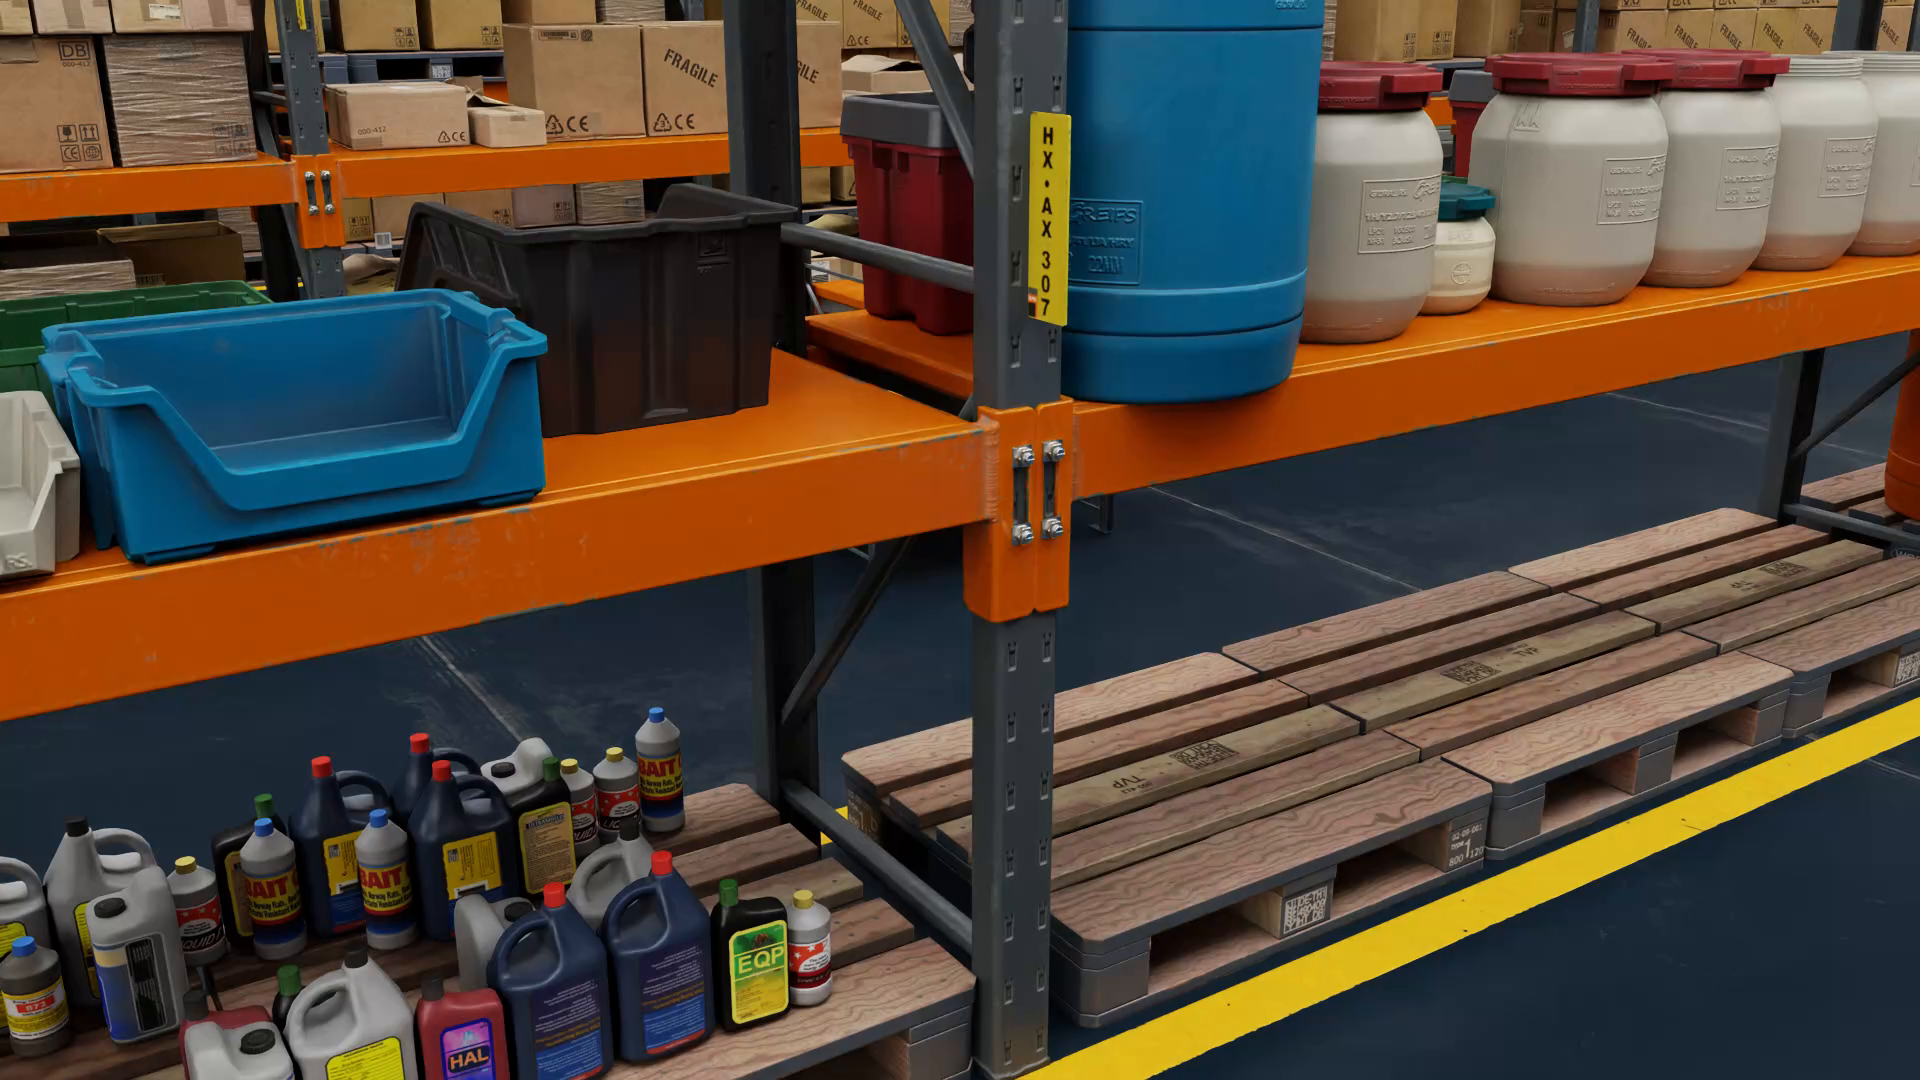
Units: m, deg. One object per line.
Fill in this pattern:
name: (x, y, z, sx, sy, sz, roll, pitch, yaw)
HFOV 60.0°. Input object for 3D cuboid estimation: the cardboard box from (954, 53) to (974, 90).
cardboard box: (0.139, -2.460, 8.976, 0.500, 0.311, 0.500, -10, 21, -28)

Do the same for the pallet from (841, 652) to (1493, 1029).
pallet: (0.481, 0.648, 3.998, 1.213, 0.211, 1.003, -12, 22, -31)

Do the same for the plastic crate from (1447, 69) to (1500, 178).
plastic crate: (1.670, -1.056, 4.586, 0.583, 0.464, 0.402, -12, 22, -31)

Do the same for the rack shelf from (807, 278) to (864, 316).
rack shelf: (0.006, -0.811, 5.974, 1.000, 0.278, 0.538, -12, 22, -31)

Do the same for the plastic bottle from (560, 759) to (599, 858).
plastic bottle: (-0.830, 0.568, 3.564, 0.097, 0.201, 0.097, 0, 19, 0)

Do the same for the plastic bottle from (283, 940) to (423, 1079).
plastic bottle: (-0.963, 0.803, 2.634, 0.185, 0.351, 0.144, -12, 22, -32)

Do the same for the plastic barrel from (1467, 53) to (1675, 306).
plastic barrel: (1.379, -0.828, 3.797, 0.433, 0.535, 0.433, 0, 19, 0)

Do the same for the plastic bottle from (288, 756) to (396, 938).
plastic bottle: (-1.213, 0.587, 3.275, 0.185, 0.351, 0.144, -13, 23, -34)

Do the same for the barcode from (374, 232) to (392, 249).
barcode: (-2.432, -1.262, 7.012, 0.075, 0.075, 0.001, -12, 22, -31)

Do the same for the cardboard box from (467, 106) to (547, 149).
cardboard box: (-2.022, -1.832, 7.373, 0.250, 0.149, 0.380, -12, 22, -31)

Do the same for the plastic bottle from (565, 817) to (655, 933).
plastic bottle: (-0.612, 0.674, 3.016, 0.185, 0.351, 0.144, -12, 22, -31)

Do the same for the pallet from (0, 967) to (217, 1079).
pallet: (-1.757, 1.120, 2.602, 1.213, 0.211, 1.003, -12, 22, -31)

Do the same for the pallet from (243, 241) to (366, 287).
pallet: (-4.952, -1.991, 11.804, 1.213, 0.211, 1.003, -12, 22, -31)

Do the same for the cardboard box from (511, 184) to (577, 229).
cardboard box: (-3.328, -2.703, 12.771, 0.500, 0.500, 0.700, -12, 22, -31)

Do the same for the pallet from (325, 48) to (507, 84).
pallet: (-3.892, -3.428, 12.001, 1.213, 0.211, 1.003, -12, 22, -31)

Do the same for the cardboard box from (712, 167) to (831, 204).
cardboard box: (-1.575, -3.154, 13.591, 0.750, 0.750, 0.750, -12, 22, -32)

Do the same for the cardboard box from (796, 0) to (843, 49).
cardboard box: (-1.272, -4.183, 13.283, 0.500, 0.500, 0.500, -11, 22, -30)

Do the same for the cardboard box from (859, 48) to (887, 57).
cardboard box: (-0.800, -3.999, 13.752, 0.250, 0.149, 0.380, -12, 22, -31)

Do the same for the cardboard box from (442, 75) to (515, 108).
cardboard box: (-2.241, -1.990, 7.658, 0.258, 0.266, 0.396, -13, 22, -33)

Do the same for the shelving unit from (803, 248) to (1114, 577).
shelving unit: (0.006, -0.534, 6.068, 1.048, 1.125, 0.538, -12, 22, -31)

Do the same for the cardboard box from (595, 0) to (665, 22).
cardboard box: (-2.648, -4.049, 12.695, 0.500, 0.500, 0.700, -15, 24, -38)

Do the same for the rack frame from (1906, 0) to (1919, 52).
rack frame: (7.148, -3.964, 13.285, 0.127, 3.000, 1.000, -12, 22, -31)

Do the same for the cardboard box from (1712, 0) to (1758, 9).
cardboard box: (5.216, -3.969, 11.584, 0.500, 0.500, 0.500, -13, 22, -33)

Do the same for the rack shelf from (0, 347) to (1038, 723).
rack shelf: (-1.824, 0.169, 2.185, 4.000, 0.370, 1.077, -12, 22, -31)

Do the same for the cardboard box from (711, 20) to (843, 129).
cardboard box: (-0.926, -2.302, 8.214, 0.500, 0.500, 0.500, -13, 23, -34)

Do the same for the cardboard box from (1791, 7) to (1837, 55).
cardboard box: (6.072, -3.680, 12.292, 0.500, 0.500, 0.500, -12, 22, -31)

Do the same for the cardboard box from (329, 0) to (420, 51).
cardboard box: (-4.155, -3.731, 11.755, 0.500, 0.500, 0.700, -9, 21, -24)

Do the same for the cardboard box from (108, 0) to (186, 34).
cardboard box: (-3.191, -2.056, 6.475, 0.250, 0.149, 0.380, -12, 22, -33)

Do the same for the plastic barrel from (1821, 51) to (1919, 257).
plastic barrel: (2.446, -1.043, 4.473, 0.421, 0.512, 0.421, 0, 19, 0)

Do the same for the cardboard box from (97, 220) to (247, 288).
cardboard box: (-3.434, -1.103, 7.292, 0.500, 0.500, 0.500, -12, 22, -31)

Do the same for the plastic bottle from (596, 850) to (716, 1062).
plastic bottle: (-0.533, 0.713, 2.902, 0.185, 0.351, 0.144, -13, 22, -33)

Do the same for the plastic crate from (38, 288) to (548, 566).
plastic crate: (-0.928, -0.186, 2.344, 0.616, 0.251, 0.499, -12, 22, -31)

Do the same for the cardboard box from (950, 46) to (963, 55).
cardboard box: (-0.132, -4.126, 14.128, 0.250, 0.149, 0.380, -13, 22, -33)

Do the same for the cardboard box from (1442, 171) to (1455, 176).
cardboard box: (3.269, -2.263, 11.472, 0.500, 0.500, 0.500, -13, 23, -34)

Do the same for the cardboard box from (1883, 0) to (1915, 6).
cardboard box: (6.927, -4.333, 12.659, 0.500, 0.500, 0.500, -12, 22, -32)

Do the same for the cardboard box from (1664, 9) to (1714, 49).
cardboard box: (4.809, -3.414, 11.504, 0.500, 0.500, 0.500, -11, 22, -30)

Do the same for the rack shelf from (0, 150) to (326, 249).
rack shelf: (-4.545, -1.157, 6.106, 4.000, 0.370, 1.077, -12, 22, -31)

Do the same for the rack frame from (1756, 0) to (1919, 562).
rack frame: (3.188, -1.229, 5.196, 0.127, 3.000, 1.000, -12, 22, -31)

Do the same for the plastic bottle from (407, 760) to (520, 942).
plastic bottle: (-0.976, 0.592, 3.259, 0.185, 0.351, 0.144, -12, 22, -31)

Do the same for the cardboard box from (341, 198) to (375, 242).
cardboard box: (-4.592, -2.437, 11.986, 0.500, 0.500, 0.700, -12, 22, -32)

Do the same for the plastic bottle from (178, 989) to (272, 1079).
plastic bottle: (-1.159, 0.835, 2.647, 0.133, 0.283, 0.061, -12, 22, -31)

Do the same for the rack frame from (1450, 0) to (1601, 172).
rack frame: (3.807, -3.259, 11.201, 0.127, 3.000, 1.000, -12, 22, -31)

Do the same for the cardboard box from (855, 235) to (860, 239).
cardboard box: (-0.266, -1.465, 8.656, 0.500, 0.311, 0.500, -12, 22, -32)

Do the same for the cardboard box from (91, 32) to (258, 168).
cardboard box: (-3.241, -1.817, 6.781, 0.500, 0.500, 0.700, -13, 22, -33)

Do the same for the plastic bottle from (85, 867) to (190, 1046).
plastic bottle: (-1.466, 0.732, 2.961, 0.135, 0.276, 0.152, -12, 22, -31)

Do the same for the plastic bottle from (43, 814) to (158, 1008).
plastic bottle: (-1.568, 0.662, 3.054, 0.185, 0.351, 0.144, -12, 22, -32)

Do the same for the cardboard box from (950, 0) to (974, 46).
cardboard box: (-0.012, -4.454, 14.083, 0.500, 0.500, 0.500, -12, 22, -31)

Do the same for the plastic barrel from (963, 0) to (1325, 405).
plastic barrel: (0.336, -0.749, 2.993, 0.708, 0.901, 0.600, -12, 22, -31)

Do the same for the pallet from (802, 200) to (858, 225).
pallet: (-1.561, -2.676, 13.832, 1.213, 0.211, 1.003, -12, 22, -31)

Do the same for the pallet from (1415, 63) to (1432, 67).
pallet: (2.088, -2.807, 10.165, 1.213, 0.211, 1.003, -12, 22, -31)

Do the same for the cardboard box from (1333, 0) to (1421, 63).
cardboard box: (2.366, -3.178, 10.148, 0.700, 0.500, 0.500, 16, 24, 39)
